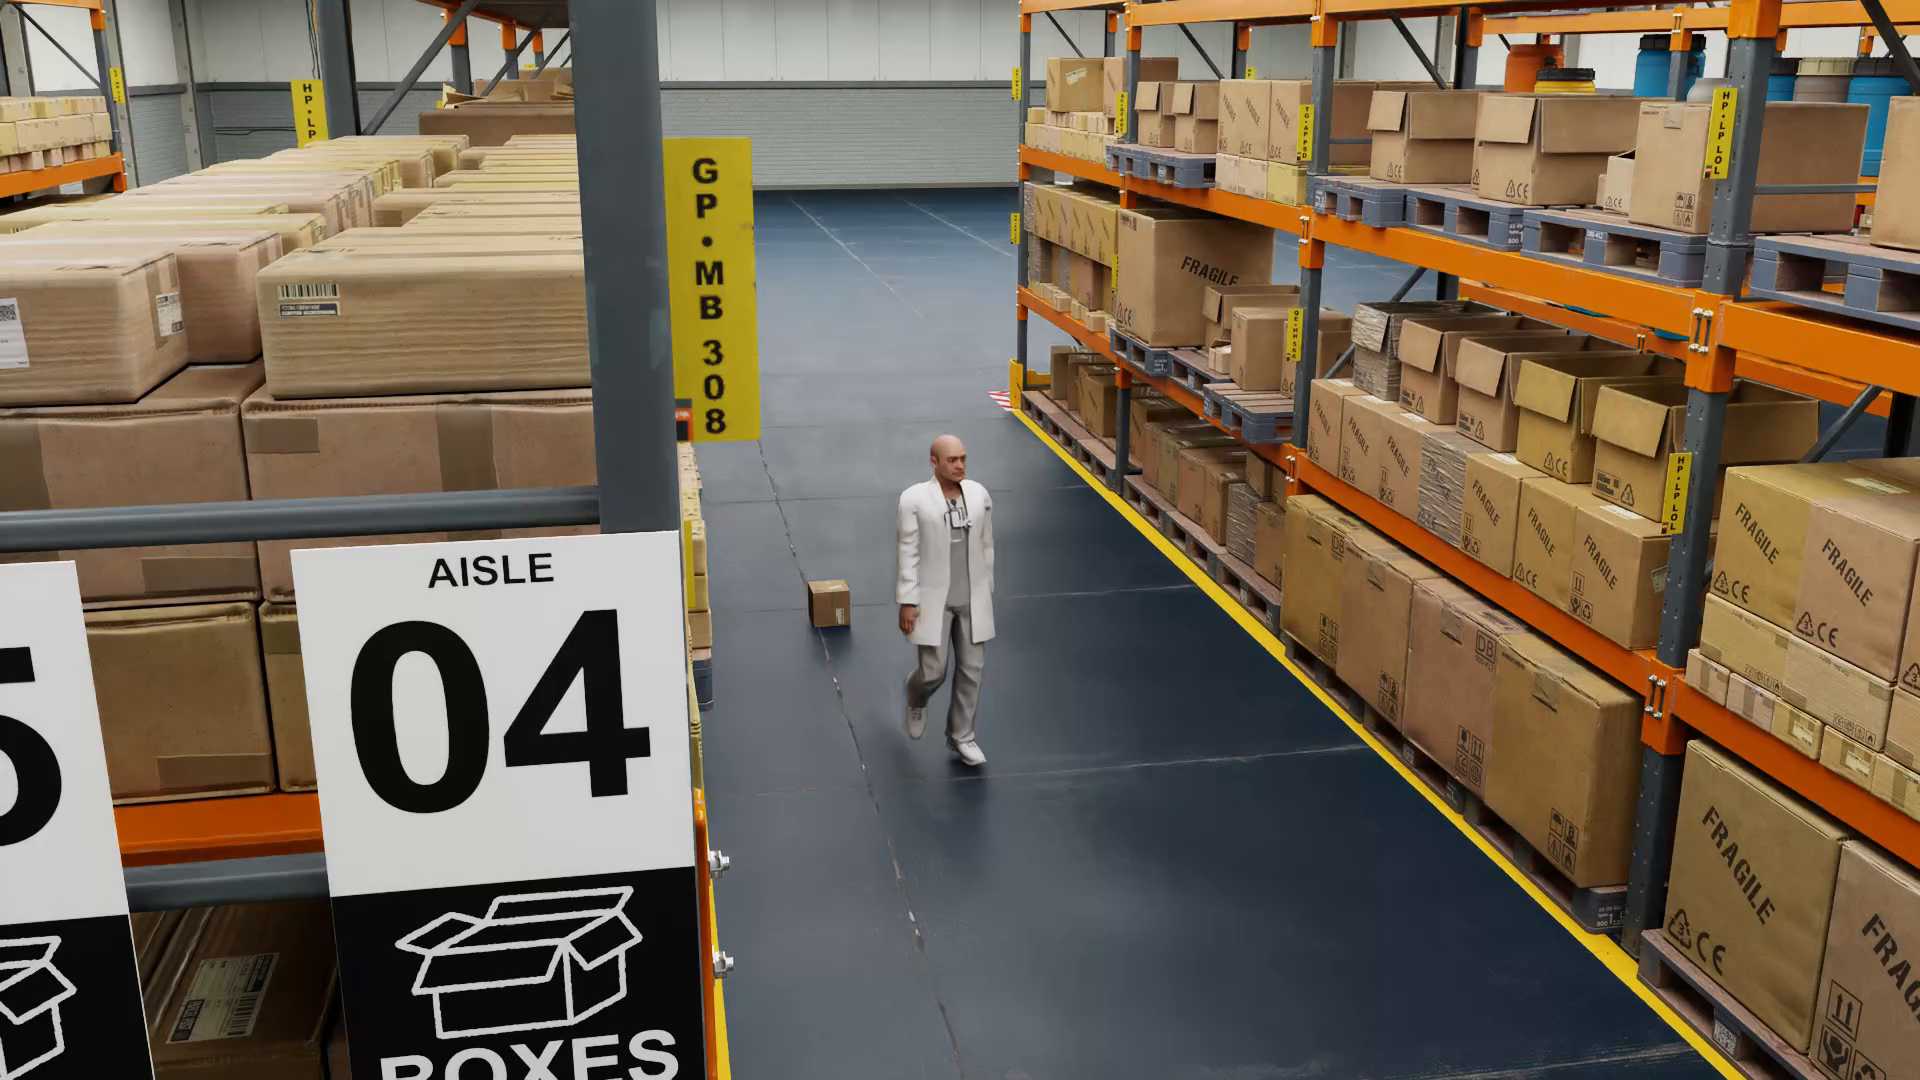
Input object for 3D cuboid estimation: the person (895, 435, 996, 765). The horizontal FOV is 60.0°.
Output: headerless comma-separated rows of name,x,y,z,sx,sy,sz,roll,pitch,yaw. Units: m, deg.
person,-0.080,0.305,8.904,0.600,1.769,0.631,-7,17,-22
